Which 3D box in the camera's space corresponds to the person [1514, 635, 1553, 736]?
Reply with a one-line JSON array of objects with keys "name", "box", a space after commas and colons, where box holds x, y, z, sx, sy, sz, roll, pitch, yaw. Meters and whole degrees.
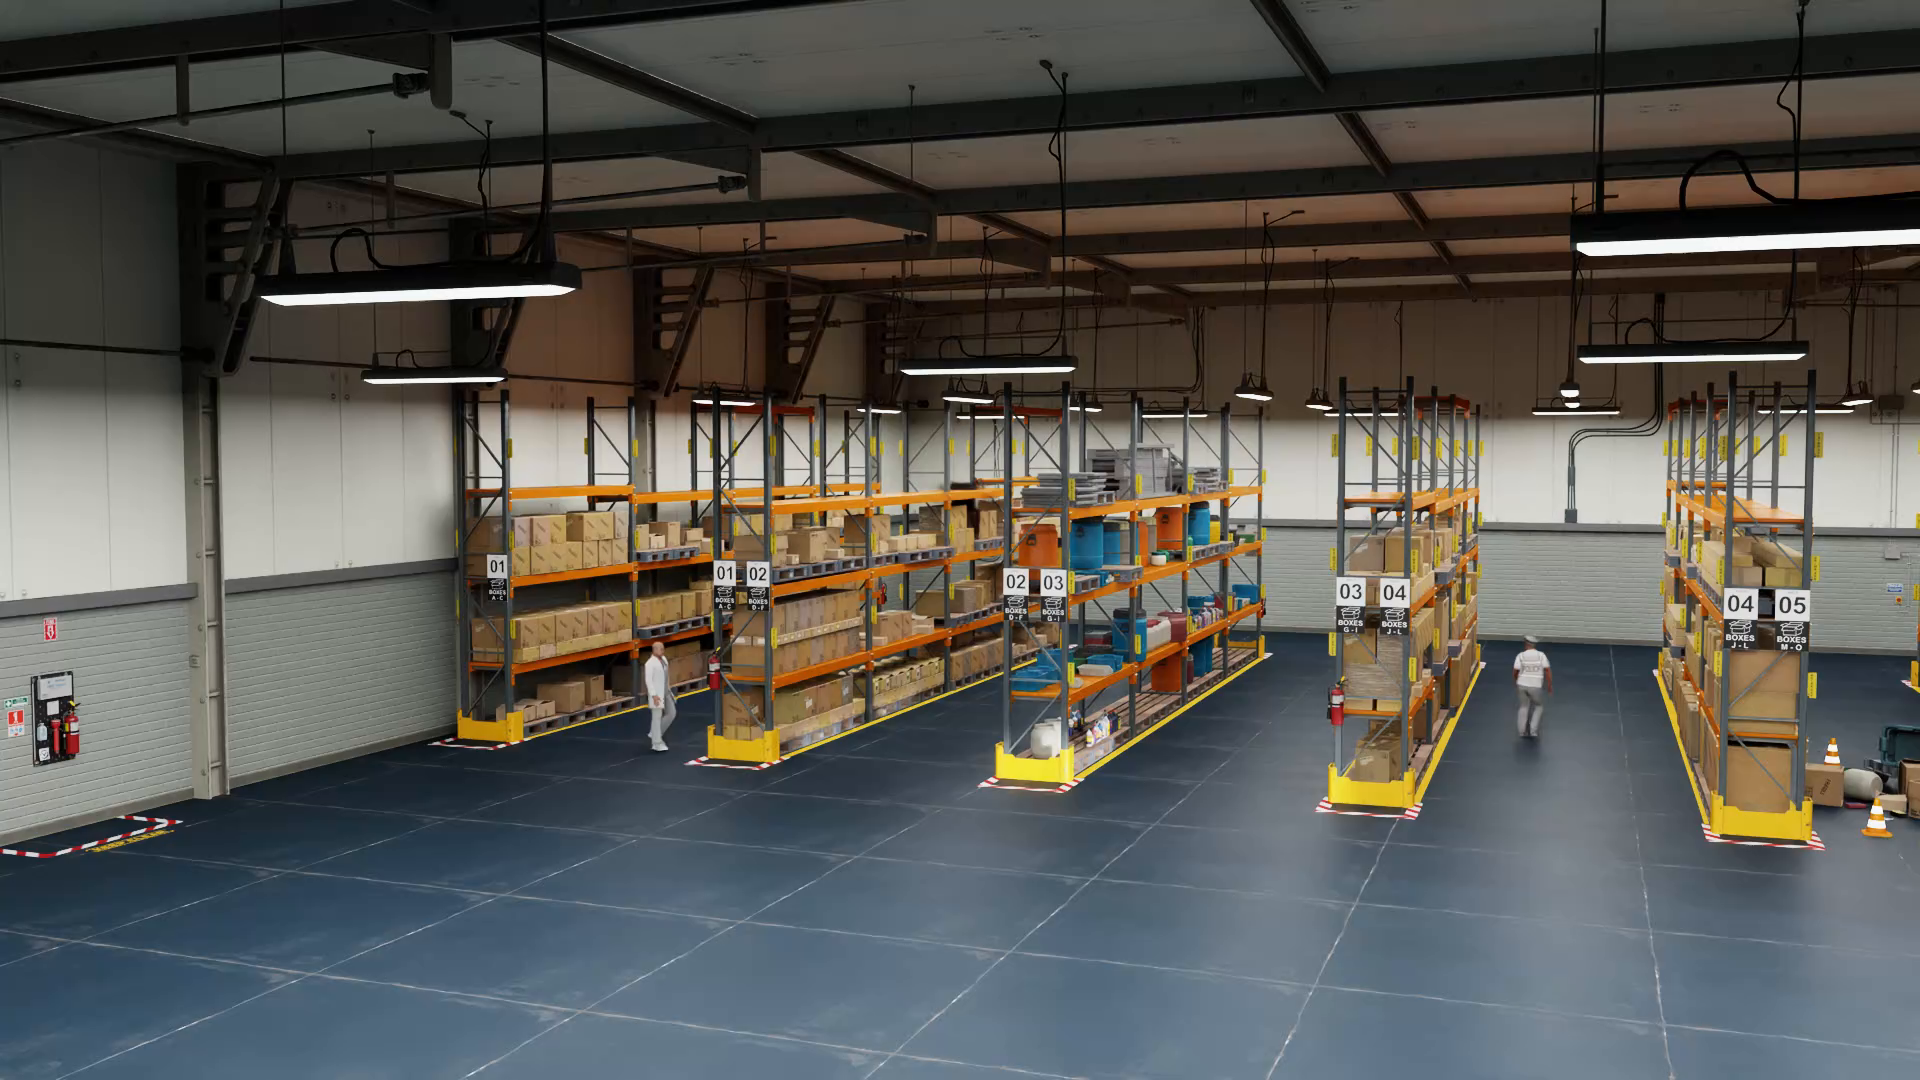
[{"name": "person", "box": [9.919, 2.591, 28.907, 0.544, 1.853, 0.699, -3, 4, -42]}]

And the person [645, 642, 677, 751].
[{"name": "person", "box": [-4.987, 2.589, 27.700, 0.571, 1.795, 0.742, 1, 3, 23]}]
